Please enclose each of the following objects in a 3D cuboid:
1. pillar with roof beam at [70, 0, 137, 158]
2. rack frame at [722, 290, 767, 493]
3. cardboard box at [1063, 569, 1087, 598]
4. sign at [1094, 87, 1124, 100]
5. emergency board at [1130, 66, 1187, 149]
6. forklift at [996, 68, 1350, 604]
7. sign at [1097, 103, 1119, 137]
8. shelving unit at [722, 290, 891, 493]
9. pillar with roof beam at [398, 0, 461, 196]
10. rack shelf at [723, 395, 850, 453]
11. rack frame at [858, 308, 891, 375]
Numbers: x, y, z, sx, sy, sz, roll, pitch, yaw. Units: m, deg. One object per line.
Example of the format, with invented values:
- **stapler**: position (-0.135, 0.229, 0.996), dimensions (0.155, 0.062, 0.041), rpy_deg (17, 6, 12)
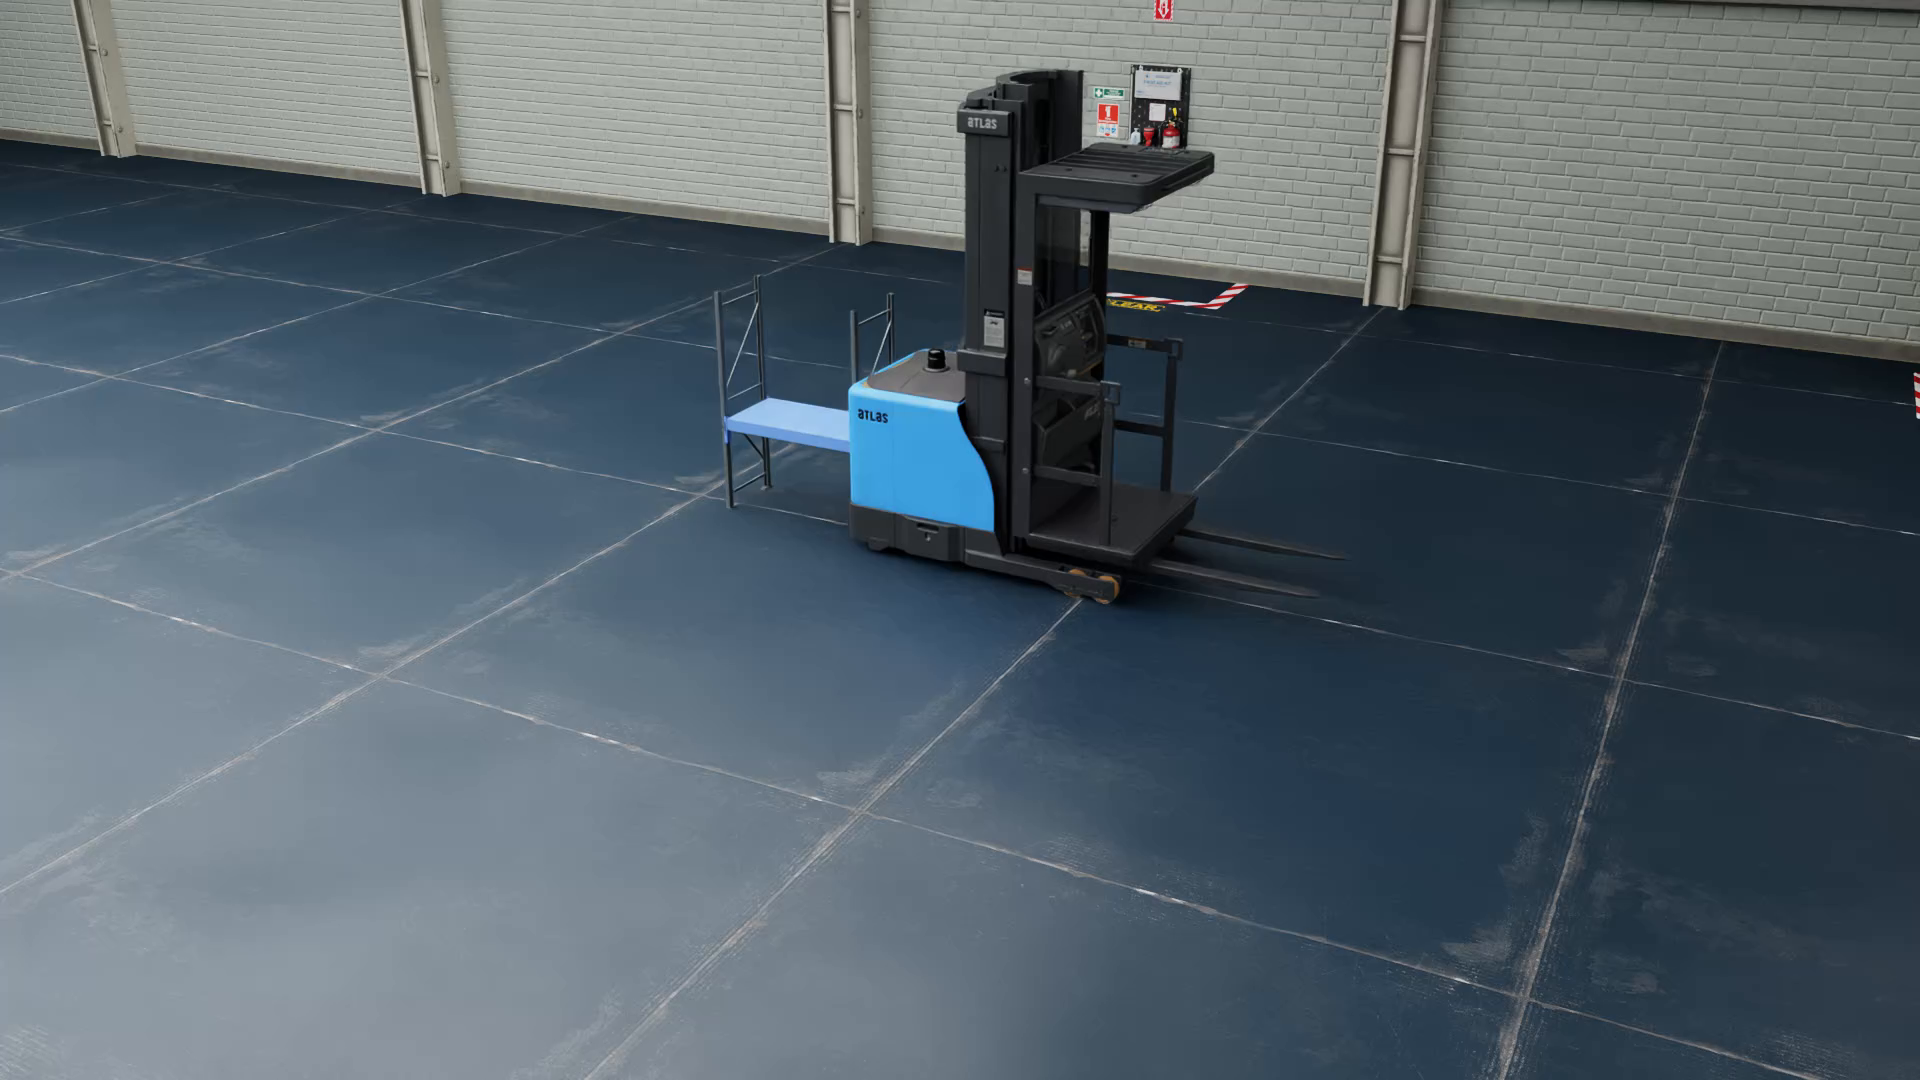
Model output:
- **pillar with roof beam**: position (-13.866, -8.104, 18.307), dimensions (0.400, 9.000, 9.100), rpy_deg (11, 25, 25)
- **rack frame**: position (-1.451, -0.985, 11.150), dimensions (0.013, 1.308, 0.475), rpy_deg (12, 26, 25)
- **cardboard box**: position (0.688, 0.258, 9.943), dimensions (0.160, 0.156, 0.130), rpy_deg (11, 25, 24)
- **sign**: position (1.505, -4.508, 16.795), dimensions (0.331, 0.109, 0.001), rpy_deg (11, 25, 25)
- **emergency board**: position (1.954, -4.117, 16.598), dimensions (0.636, 1.158, 0.192), rpy_deg (11, 25, 25)
- **forklift**: position (0.840, -1.206, 9.841), dimensions (3.031, 2.935, 1.121), rpy_deg (12, 26, 25)
- **sign**: position (1.504, -4.268, 16.908), dimensions (0.234, 0.329, 0.001), rpy_deg (11, 25, 25)
- **shelving unit**: position (-1.000, -0.894, 10.935), dimensions (1.030, 1.308, 0.538), rpy_deg (12, 26, 25)
- **pillar with roof beam**: position (-8.512, -7.044, 15.816), dimensions (0.400, 9.000, 9.100), rpy_deg (11, 25, 25)
- **rack shelf**: position (-1.000, -0.728, 11.006), dimensions (1.000, 0.185, 0.538), rpy_deg (12, 26, 25)
- **rack frame**: position (-0.550, -0.801, 10.717), dimensions (0.013, 1.308, 0.475), rpy_deg (12, 26, 25)
